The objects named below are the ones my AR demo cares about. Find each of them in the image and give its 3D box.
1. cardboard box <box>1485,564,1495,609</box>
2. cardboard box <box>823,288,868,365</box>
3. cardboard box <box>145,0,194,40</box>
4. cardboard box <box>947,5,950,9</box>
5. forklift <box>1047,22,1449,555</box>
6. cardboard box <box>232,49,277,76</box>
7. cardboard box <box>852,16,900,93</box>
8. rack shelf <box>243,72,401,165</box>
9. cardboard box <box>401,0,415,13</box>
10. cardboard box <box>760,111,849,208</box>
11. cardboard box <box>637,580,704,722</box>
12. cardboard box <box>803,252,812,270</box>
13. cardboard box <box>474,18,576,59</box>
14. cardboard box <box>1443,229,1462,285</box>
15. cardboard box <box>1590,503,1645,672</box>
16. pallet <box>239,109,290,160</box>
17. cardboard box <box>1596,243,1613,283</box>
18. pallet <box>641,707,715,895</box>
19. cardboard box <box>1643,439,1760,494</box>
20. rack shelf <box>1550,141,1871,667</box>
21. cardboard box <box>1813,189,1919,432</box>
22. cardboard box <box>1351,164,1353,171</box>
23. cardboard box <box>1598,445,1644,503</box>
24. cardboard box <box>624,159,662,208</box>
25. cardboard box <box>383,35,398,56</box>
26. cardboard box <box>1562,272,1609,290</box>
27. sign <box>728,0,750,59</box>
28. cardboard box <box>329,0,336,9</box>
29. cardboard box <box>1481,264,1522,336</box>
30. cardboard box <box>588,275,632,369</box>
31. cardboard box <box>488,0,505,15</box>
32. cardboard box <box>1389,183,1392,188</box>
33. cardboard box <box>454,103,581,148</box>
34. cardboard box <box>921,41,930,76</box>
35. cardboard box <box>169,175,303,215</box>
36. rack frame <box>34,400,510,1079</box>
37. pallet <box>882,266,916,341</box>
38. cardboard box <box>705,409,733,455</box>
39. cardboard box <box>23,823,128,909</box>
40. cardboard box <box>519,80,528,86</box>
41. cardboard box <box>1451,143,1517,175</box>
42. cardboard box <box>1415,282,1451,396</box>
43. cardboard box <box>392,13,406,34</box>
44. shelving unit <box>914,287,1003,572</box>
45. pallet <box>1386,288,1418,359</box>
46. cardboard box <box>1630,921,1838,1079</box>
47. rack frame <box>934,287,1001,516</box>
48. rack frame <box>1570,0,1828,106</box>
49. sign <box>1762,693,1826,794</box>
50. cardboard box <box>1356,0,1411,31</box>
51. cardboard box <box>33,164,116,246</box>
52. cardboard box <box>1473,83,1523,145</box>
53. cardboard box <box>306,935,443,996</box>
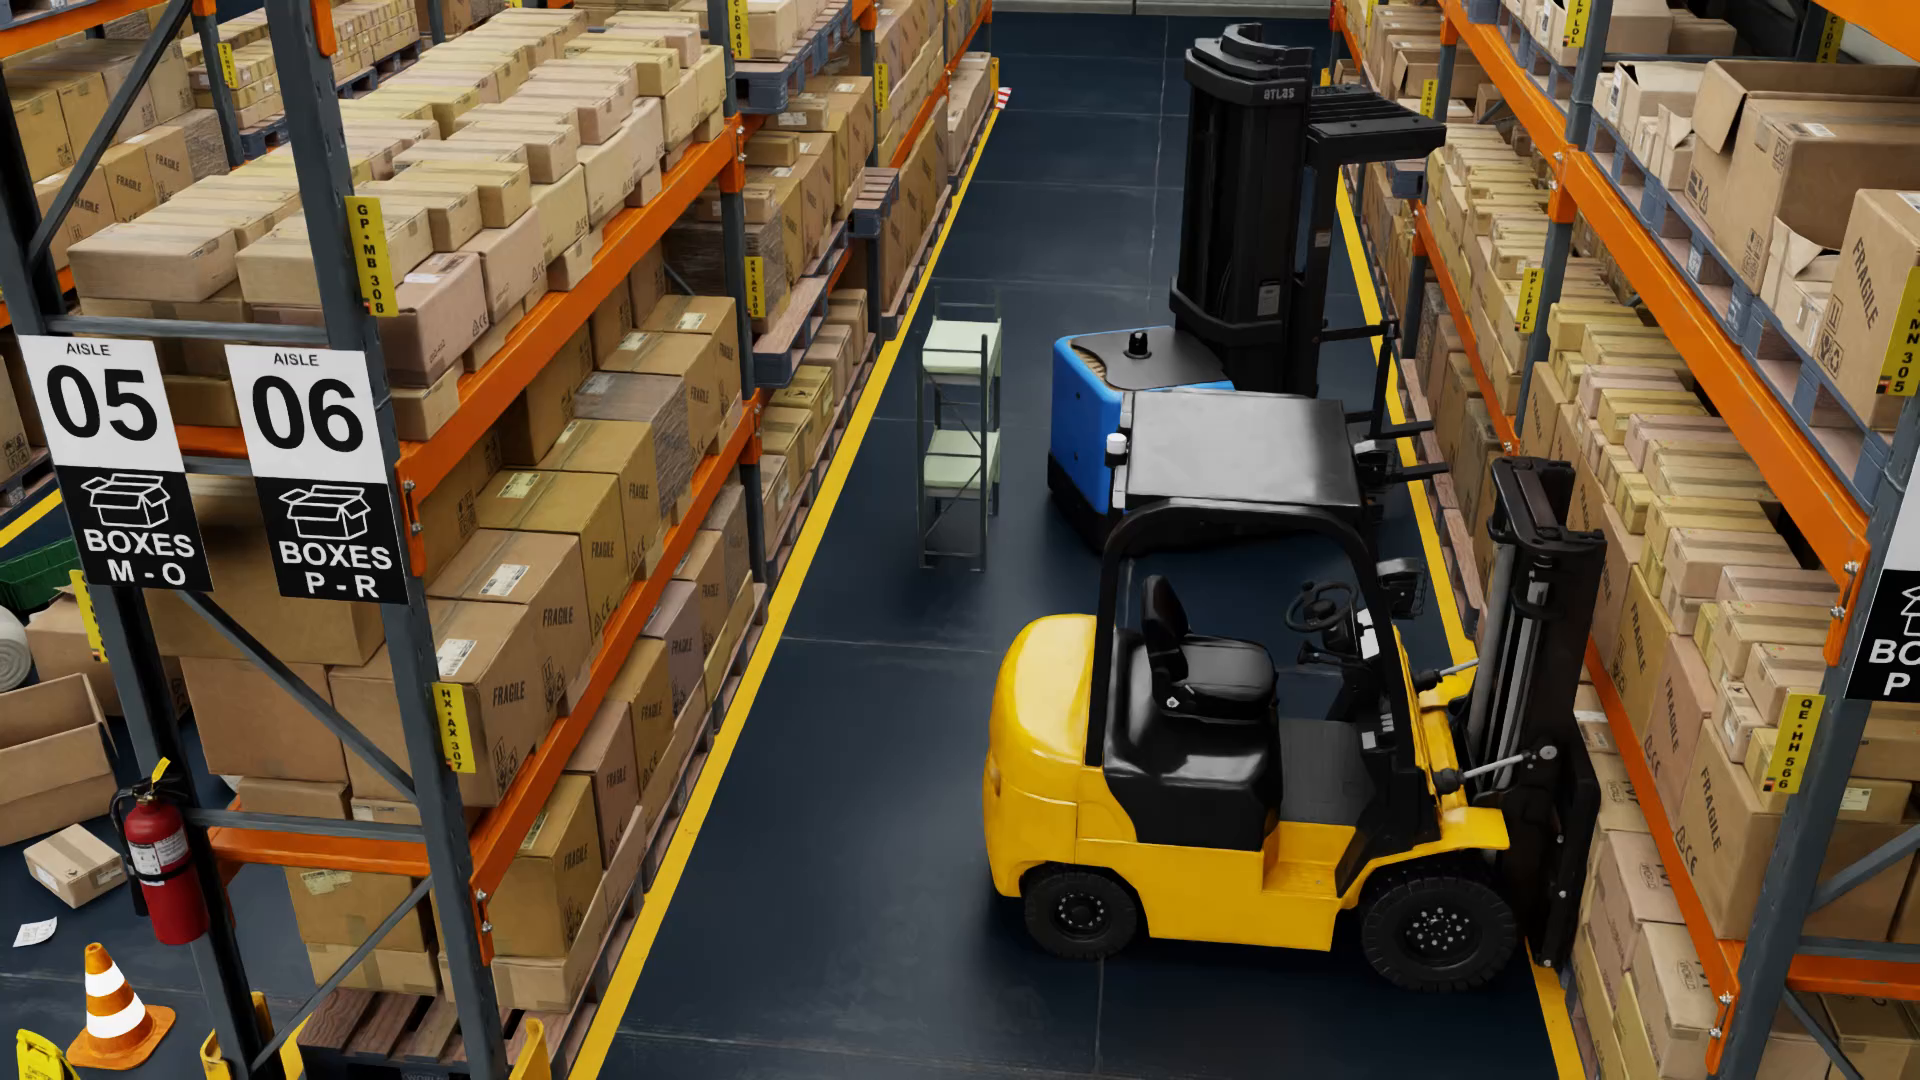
[{"bbox_3d":[2.958,0.346,8.373,0.500,0.250,0.500,3,28,6],"label":"cardboard box"},{"bbox_3d":[-1.193,-1.601,12.387,0.950,0.372,0.625,1,28,3],"label":"cardboard box"},{"bbox_3d":[-9.967,-6.124,20.251,0.875,0.875,0.875,3,28,6],"label":"cardboard box"},{"bbox_3d":[-0.325,-5.416,15.980,0.500,0.500,0.500,4,29,7],"label":"cardboard box"},{"bbox_3d":[2.141,-1.582,10.096,3.031,2.935,1.130,-8,29,-14],"label":"forklift"},{"bbox_3d":[-5.725,-3.863,13.452,0.380,0.149,0.250,3,28,6],"label":"cardboard box"},{"bbox_3d":[-0.759,-3.775,12.934,0.500,0.500,0.500,3,29,6],"label":"cardboard box"},{"bbox_3d":[-5.793,-3.703,14.720,1.077,0.370,4.000,3,28,6],"label":"rack shelf"},{"bbox_3d":[-5.404,-5.097,15.744,0.380,0.149,0.250,5,29,9],"label":"cardboard box"},{"bbox_3d":[-1.006,-2.486,10.841,0.500,0.500,0.500,1,28,3],"label":"cardboard box"},{"bbox_3d":[-1.532,0.514,7.799,0.500,0.500,0.500,5,29,9],"label":"cardboard box"},{"bbox_3d":[-1.119,-1.761,10.179,0.380,0.149,0.250,4,29,7],"label":"cardboard box"},{"bbox_3d":[-1.969,-2.263,7.550,0.380,0.149,0.250,4,29,8],"label":"cardboard box"},{"bbox_3d":[3.394,-1.812,10.608,0.500,0.250,0.500,2,28,5],"label":"cardboard box"},{"bbox_3d":[2.819,0.201,6.609,0.500,0.500,0.500,4,29,7],"label":"cardboard box"},{"bbox_3d":[-6.057,-3.336,13.481,1.213,0.211,1.003,3,28,6],"label":"pallet"},{"bbox_3d":[3.706,-1.514,9.108,0.380,0.149,0.250,3,28,6],"label":"cardboard box"},{"bbox_3d":[-1.798,1.166,7.863,1.003,0.211,1.213,3,28,6],"label":"pallet"},{"bbox_3d":[2.898,-0.267,6.480,0.380,0.149,0.250,3,29,6],"label":"cardboard box"},{"bbox_3d":[3.078,-0.731,6.041,1.077,0.370,4.000,3,28,6],"label":"rack shelf"},{"bbox_3d":[2.646,-0.602,4.388,0.500,0.500,0.500,4,29,8],"label":"cardboard box"},{"bbox_3d":[4.124,-3.863,16.698,0.396,0.266,0.258,4,29,8],"label":"cardboard box"},{"bbox_3d":[2.838,-0.263,6.786,0.380,0.149,0.250,2,28,5],"label":"cardboard box"},{"bbox_3d":[-1.480,-1.516,7.003,0.380,0.149,0.250,4,29,8],"label":"cardboard box"},{"bbox_3d":[-5.464,-4.598,15.444,0.380,0.149,0.250,3,28,6],"label":"cardboard box"},{"bbox_3d":[3.158,-1.295,8.701,0.380,0.149,0.250,3,28,5],"label":"cardboard box"},{"bbox_3d":[-1.064,-2.476,7.975,0.100,0.325,0.005,3,28,6],"label":"sign"},{"bbox_3d":[-6.081,-5.007,15.577,0.380,0.149,0.250,4,29,8],"label":"cardboard box"},{"bbox_3d":[3.186,-1.311,9.153,0.500,0.250,0.500,3,28,5],"label":"cardboard box"},{"bbox_3d":[-1.957,-1.137,7.725,0.700,0.500,0.500,4,29,6],"label":"cardboard box"},{"bbox_3d":[-5.087,-5.823,17.477,0.500,0.500,0.500,3,28,5],"label":"cardboard box"},{"bbox_3d":[3.930,-3.150,14.442,0.380,0.149,0.250,3,28,6],"label":"cardboard box"},{"bbox_3d":[-1.630,-1.504,6.140,0.380,0.149,0.250,4,29,7],"label":"cardboard box"},{"bbox_3d":[-0.547,-4.174,14.466,0.500,0.250,0.500,4,29,7],"label":"cardboard box"},{"bbox_3d":[-2.262,-1.050,5.299,0.380,0.149,0.250,3,28,6],"label":"cardboard box"},{"bbox_3d":[-2.094,0.927,5.366,1.000,3.000,0.127,3,28,6],"label":"rack frame"},{"bbox_3d":[-0.942,-1.977,13.698,1.003,0.211,1.213,3,28,6],"label":"pallet"},{"bbox_3d":[-1.364,-0.558,8.388,0.380,0.149,0.250,4,29,7],"label":"cardboard box"},{"bbox_3d":[-3.938,1.448,7.405,0.380,0.149,0.250,20,34,32],"label":"cardboard box"},{"bbox_3d":[-1.983,-1.906,7.308,0.500,0.250,0.500,3,28,6],"label":"cardboard box"},{"bbox_3d":[3.445,-2.500,10.939,0.380,0.149,0.250,4,29,8],"label":"cardboard box"},{"bbox_3d":[3.723,-1.398,11.744,0.875,0.625,0.625,4,29,8],"label":"cardboard box"},{"bbox_3d":[-5.432,-4.844,15.587,0.380,0.149,0.250,4,29,7],"label":"cardboard box"},{"bbox_3d":[-0.001,-0.657,9.888,0.431,1.500,0.755,3,28,6],"label":"shelving unit"},{"bbox_3d":[3.942,-1.673,13.133,1.003,0.211,1.213,3,28,6],"label":"pallet"},{"bbox_3d":[2.580,1.565,5.585,0.500,0.250,0.500,4,29,8],"label":"cardboard box"},{"bbox_3d":[0.044,-0.829,10.208,0.400,1.500,0.023,3,28,6],"label":"rack frame"},{"bbox_3d":[3.323,-3.310,6.906,1.000,3.000,0.127,3,28,6],"label":"rack frame"},{"bbox_3d":[2.296,0.562,4.574,0.100,0.325,0.005,3,28,6],"label":"sign"},{"bbox_3d":[4.245,-5.224,16.629,0.500,0.250,0.500,3,28,6],"label":"cardboard box"},{"bbox_3d":[-6.010,-2.183,11.035,0.500,0.500,0.500,4,29,7],"label":"cardboard box"},{"bbox_3d":[4.032,-3.014,12.133,0.500,0.500,0.500,5,29,9],"label":"cardboard box"},{"bbox_3d":[-2.259,1.546,6.675,0.500,0.250,0.500,3,28,6],"label":"cardboard box"}]
